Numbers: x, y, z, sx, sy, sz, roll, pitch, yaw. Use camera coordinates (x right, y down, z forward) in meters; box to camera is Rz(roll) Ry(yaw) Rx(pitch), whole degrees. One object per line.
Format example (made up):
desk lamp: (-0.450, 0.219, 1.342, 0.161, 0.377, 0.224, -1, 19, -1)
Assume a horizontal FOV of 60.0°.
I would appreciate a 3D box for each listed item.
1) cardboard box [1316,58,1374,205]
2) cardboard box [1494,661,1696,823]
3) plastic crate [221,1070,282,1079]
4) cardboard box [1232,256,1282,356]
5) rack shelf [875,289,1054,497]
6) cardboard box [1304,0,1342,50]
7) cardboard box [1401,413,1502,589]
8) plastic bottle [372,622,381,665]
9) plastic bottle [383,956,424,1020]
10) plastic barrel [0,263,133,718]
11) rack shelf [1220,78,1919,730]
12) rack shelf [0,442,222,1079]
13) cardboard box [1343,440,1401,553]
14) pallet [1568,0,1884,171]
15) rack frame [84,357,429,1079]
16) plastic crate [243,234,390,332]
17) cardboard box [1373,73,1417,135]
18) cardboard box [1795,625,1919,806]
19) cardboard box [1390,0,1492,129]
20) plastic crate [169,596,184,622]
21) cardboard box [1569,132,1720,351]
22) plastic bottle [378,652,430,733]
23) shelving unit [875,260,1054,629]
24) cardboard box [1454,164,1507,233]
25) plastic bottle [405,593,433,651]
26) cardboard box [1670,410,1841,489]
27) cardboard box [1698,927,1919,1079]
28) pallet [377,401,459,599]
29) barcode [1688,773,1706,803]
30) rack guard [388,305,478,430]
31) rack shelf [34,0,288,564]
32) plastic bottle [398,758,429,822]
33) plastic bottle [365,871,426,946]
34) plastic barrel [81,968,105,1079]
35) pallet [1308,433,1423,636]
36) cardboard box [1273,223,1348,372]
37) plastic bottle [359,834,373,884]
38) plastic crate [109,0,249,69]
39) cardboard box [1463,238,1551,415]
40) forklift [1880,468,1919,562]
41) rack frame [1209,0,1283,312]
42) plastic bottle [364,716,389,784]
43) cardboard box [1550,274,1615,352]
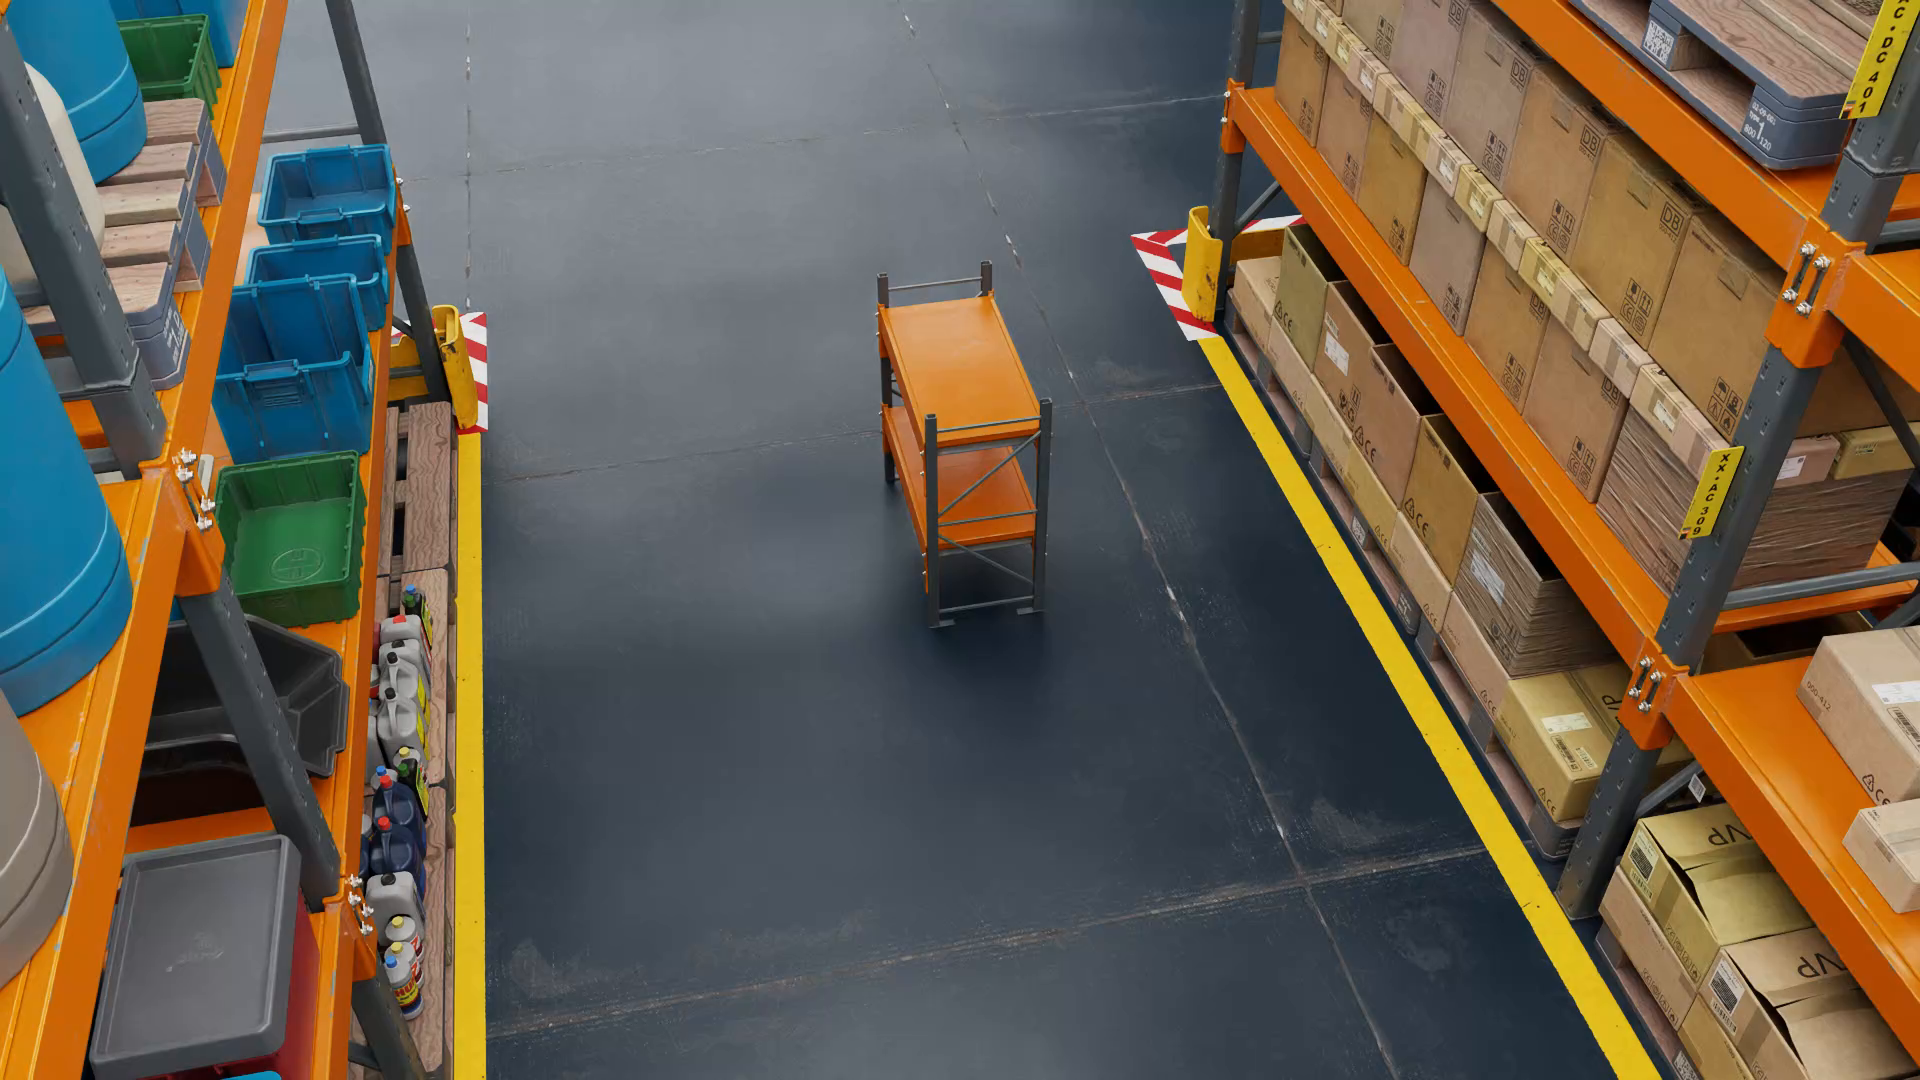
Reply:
cardboard box: (2.010, -1.844, 7.274, 0.700, 0.500, 0.500, -7, 42, -8)
cardboard box: (2.353, 0.744, 6.189, 0.500, 0.250, 0.500, -8, 42, -9)
plastic crate: (-1.629, 1.526, 3.565, 0.392, 0.384, 0.575, -8, 42, -9)
cardboard box: (1.702, -1.200, 8.379, 0.500, 0.250, 0.500, -8, 42, -9)
rack shelf: (0.001, -0.635, 6.959, 0.538, 0.278, 1.000, -8, 42, -9)
cardboard box: (1.737, -2.274, 7.271, 0.380, 0.149, 0.250, -9, 42, -10)
cardboard box: (2.145, -0.185, 6.671, 0.500, 0.500, 0.500, -8, 42, -9)
plastic bottle: (-2.286, 0.419, 6.515, 0.061, 0.283, 0.133, -8, 42, -9)
plastic bottle: (-1.811, 1.436, 5.378, 0.097, 0.271, 0.097, 0, 42, 0)
plastic barrel: (-1.849, -0.161, 2.816, 0.600, 0.901, 0.708, -8, 42, -9)
rack shelf: (2.235, -0.885, 6.811, 1.077, 0.370, 4.000, -8, 42, -9)
rack shelf: (-1.739, 1.293, 2.098, 1.077, 0.370, 4.000, -8, 42, -9)
cardboard box: (2.024, -0.227, 7.283, 0.500, 0.250, 0.500, -8, 42, -9)
pallet: (2.457, -1.495, 4.764, 1.003, 0.211, 1.213, -8, 42, -9)
rack frame: (-2.171, 0.850, 4.315, 1.000, 3.000, 0.127, -8, 42, -9)
plastic crate: (-2.499, -0.984, 6.493, 0.499, 0.251, 0.408, -8, 42, -9)
cardboard box: (1.902, -1.776, 6.709, 0.380, 0.149, 0.250, -10, 43, -11)
cardboard box: (2.816, 0.511, 4.809, 0.500, 0.250, 0.500, -6, 42, -7)
cardboard box: (2.131, -1.967, 6.436, 0.700, 0.500, 0.500, -8, 42, -9)
plastic crate: (-2.675, 0.227, 5.129, 0.499, 0.251, 0.616, -8, 42, -9)
cardboard box: (2.454, -0.994, 5.340, 0.700, 0.500, 0.500, -8, 42, -9)
plastic bottle: (-2.112, 0.575, 6.289, 0.144, 0.351, 0.185, -7, 42, -8)
shelving unit: (0.001, -0.416, 7.153, 0.538, 1.125, 1.048, -8, 42, -9)
cardboard box: (2.066, -1.278, 6.148, 0.380, 0.149, 0.250, -7, 42, -8)
plastic bottle: (-2.167, 0.309, 6.639, 0.061, 0.283, 0.133, -7, 42, -8)
cardboard box: (2.399, -0.283, 5.027, 0.380, 0.149, 0.250, -8, 42, -9)
cardboard box: (2.616, 1.433, 4.991, 0.500, 0.311, 0.500, -9, 42, -10)
pallet: (-2.802, -0.130, 7.520, 1.003, 0.211, 1.213, -8, 42, -9)
barcode: (2.315, 0.779, 5.223, 0.001, 0.075, 0.075, -8, 42, -9)
rack guard: (-2.972, -0.766, 8.018, 1.175, 0.500, 0.348, -8, 42, -9)
rack shelf: (-2.602, -1.299, 5.018, 1.077, 0.370, 4.000, -8, 42, -9)
plastic bottle: (-1.975, 0.883, 5.992, 0.061, 0.283, 0.133, -7, 42, -7)
plastic bottle: (-1.908, 1.229, 5.608, 0.152, 0.276, 0.135, -7, 42, -8)
plastic barrel: (-2.383, 0.956, 3.818, 0.600, 0.901, 0.708, -8, 42, -9)
pallet: (2.269, -0.129, 7.518, 1.003, 0.211, 1.213, -8, 42, -9)
cardboard box: (1.812, -1.156, 7.765, 0.500, 0.500, 0.500, -8, 42, -9)
plastic bottle: (-2.080, 1.114, 5.681, 0.144, 0.351, 0.185, -8, 42, -9)
plastic crate: (-2.328, -1.666, 4.901, 0.392, 0.384, 0.575, -8, 42, -9)
cardboard box: (2.340, -0.848, 6.153, 0.700, 0.500, 0.500, -8, 42, -9)
forklift: (4.635, -1.278, 6.764, 1.130, 2.935, 3.031, -9, 42, -10)
rack frame: (1.803, -2.450, 8.033, 1.000, 3.000, 0.127, -8, 42, -9)
plastic bottle: (-2.211, 0.761, 6.136, 0.152, 0.276, 0.135, -8, 42, -9)
cardboard box: (2.231, -0.783, 5.591, 0.380, 0.149, 0.250, -8, 42, -9)
